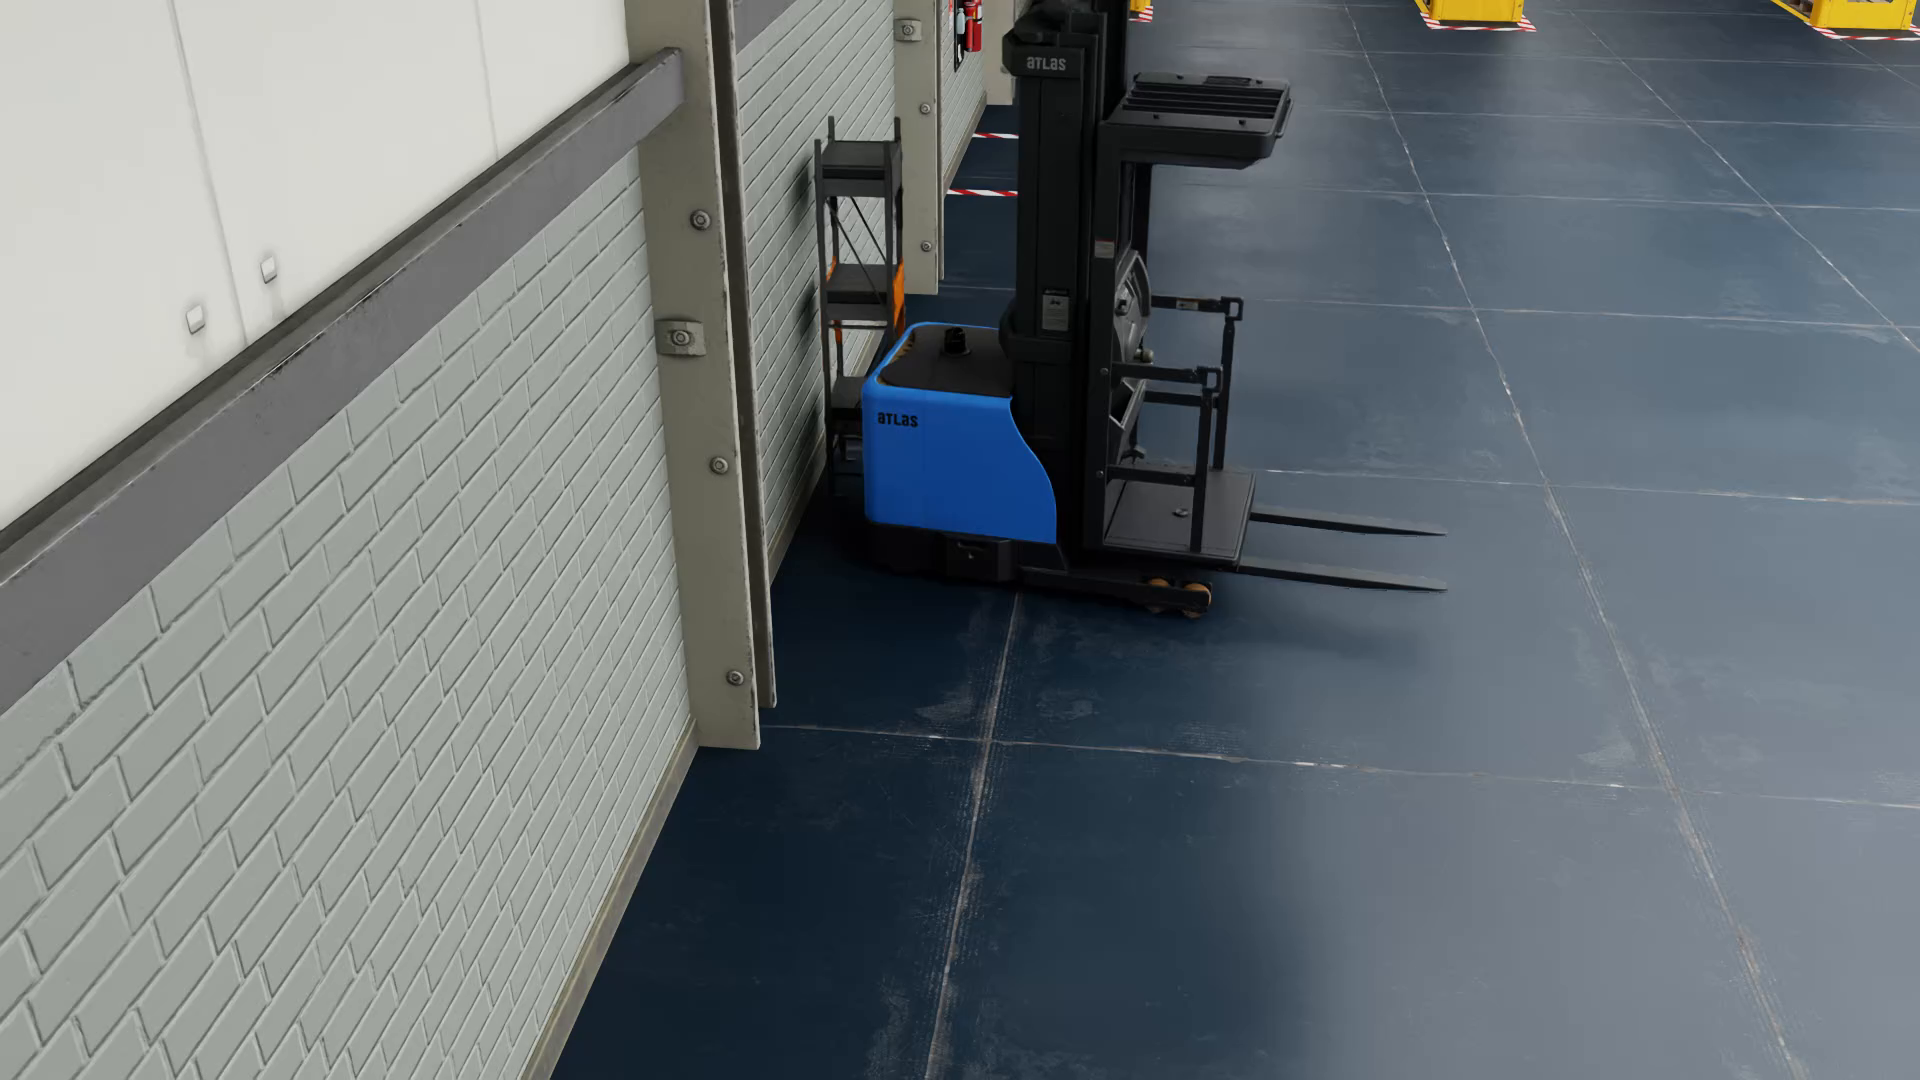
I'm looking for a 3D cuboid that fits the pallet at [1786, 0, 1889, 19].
[{"bbox_3d":[11.838,-7.187,22.367,1.003,0.211,1.213,3,28,6],"label":"pallet"}]

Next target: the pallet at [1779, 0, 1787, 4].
[{"bbox_3d":[11.990,-7.759,23.430,1.003,0.211,1.213,3,28,6],"label":"pallet"}]

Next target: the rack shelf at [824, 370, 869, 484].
[{"bbox_3d":[-0.546,-0.660,9.766,0.431,0.518,0.480,2,28,4],"label":"rack shelf"}]

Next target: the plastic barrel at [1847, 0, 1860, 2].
[{"bbox_3d":[11.775,-7.398,21.999,0.421,0.512,0.421,0,28,0],"label":"plastic barrel"}]

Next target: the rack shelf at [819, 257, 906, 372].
[{"bbox_3d":[-0.546,-1.277,9.434,0.431,0.518,0.480,2,28,4],"label":"rack shelf"}]

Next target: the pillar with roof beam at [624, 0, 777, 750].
[{"bbox_3d":[3.232,-2.867,5.085,9.100,9.000,0.400,3,28,6],"label":"pillar with roof beam"}]

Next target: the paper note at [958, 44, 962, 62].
[{"bbox_3d":[-0.001,-4.497,15.363,0.016,0.148,0.142,3,28,6],"label":"paper note"}]

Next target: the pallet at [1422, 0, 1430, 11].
[{"bbox_3d":[6.907,-7.418,22.797,1.003,0.211,1.213,3,28,6],"label":"pallet"}]

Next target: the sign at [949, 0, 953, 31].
[{"bbox_3d":[-0.081,-4.725,14.821,0.001,0.329,0.234,3,28,6],"label":"sign"}]

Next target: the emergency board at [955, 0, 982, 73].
[{"bbox_3d":[0.089,-4.964,15.302,0.194,1.169,0.643,3,28,6],"label":"emergency board"}]

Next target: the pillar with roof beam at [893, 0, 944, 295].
[{"bbox_3d":[3.967,-5.692,10.327,9.100,9.000,0.400,3,28,6],"label":"pillar with roof beam"}]

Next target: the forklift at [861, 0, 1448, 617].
[{"bbox_3d":[1.054,-1.177,8.344,3.031,2.935,1.130,7,29,13],"label":"forklift"}]

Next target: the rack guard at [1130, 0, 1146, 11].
[{"bbox_3d":[1.947,-7.505,22.653,1.175,0.500,0.348,3,28,6],"label":"rack guard"}]

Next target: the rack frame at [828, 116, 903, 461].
[{"bbox_3d":[-0.527,-1.404,9.642,0.400,2.100,0.015,2,28,4],"label":"rack frame"}]

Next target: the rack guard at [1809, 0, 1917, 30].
[{"bbox_3d":[11.733,-6.932,21.590,1.175,0.500,0.348,3,28,6],"label":"rack guard"}]

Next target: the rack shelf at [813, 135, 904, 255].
[{"bbox_3d":[-0.546,-1.893,9.102,0.431,0.518,0.480,2,28,4],"label":"rack shelf"}]

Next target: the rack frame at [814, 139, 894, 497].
[{"bbox_3d":[-0.565,-1.173,9.213,0.400,2.100,0.015,2,28,4],"label":"rack frame"}]

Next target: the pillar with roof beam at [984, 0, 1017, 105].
[{"bbox_3d":[4.702,-8.516,15.569,9.100,9.000,0.400,3,28,6],"label":"pillar with roof beam"}]

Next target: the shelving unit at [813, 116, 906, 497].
[{"bbox_3d":[-0.546,-1.289,9.428,0.431,2.100,0.503,2,28,4],"label":"shelving unit"}]

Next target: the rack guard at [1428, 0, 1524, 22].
[{"bbox_3d":[6.852,-7.172,22.035,1.175,0.500,0.348,3,28,6],"label":"rack guard"}]
